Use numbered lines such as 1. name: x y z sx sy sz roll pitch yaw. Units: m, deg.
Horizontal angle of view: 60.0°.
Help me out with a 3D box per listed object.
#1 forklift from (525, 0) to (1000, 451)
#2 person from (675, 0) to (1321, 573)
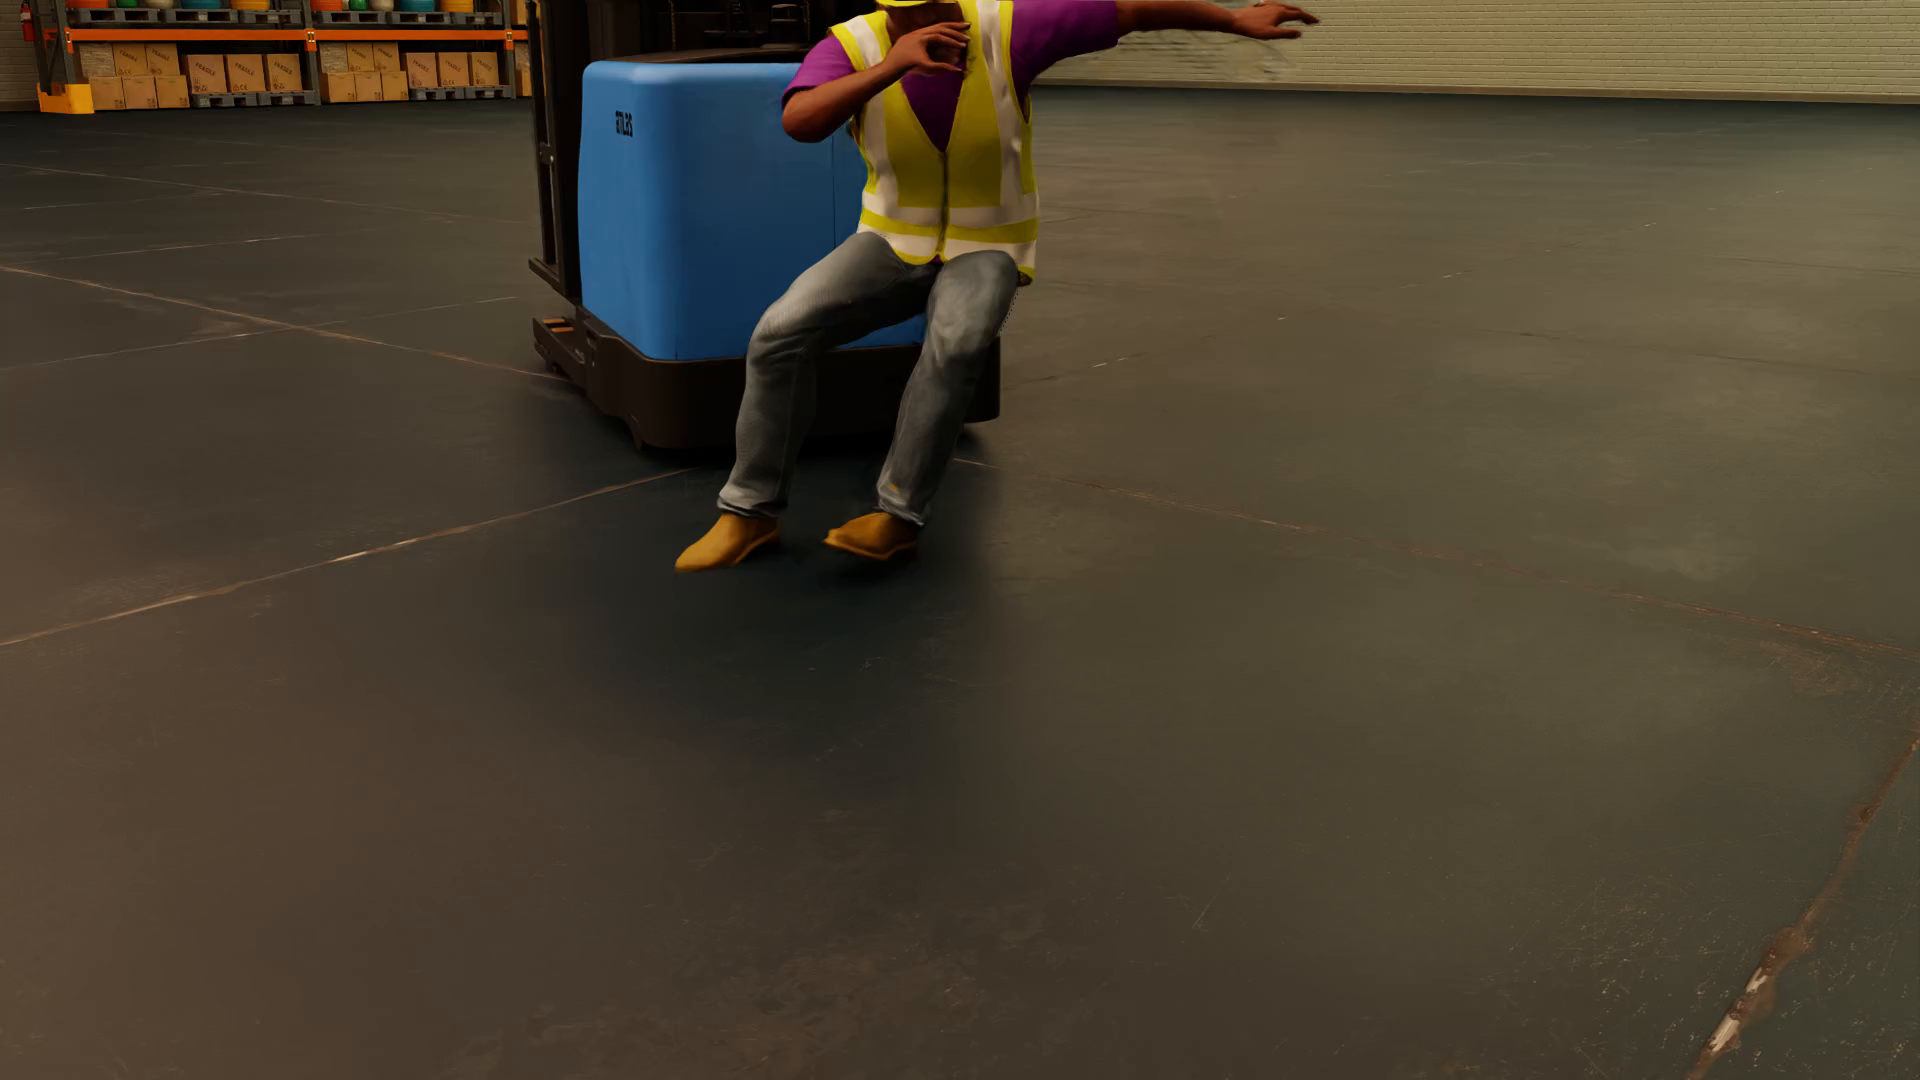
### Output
1. forklift: -0.913 -2.035 5.598 1.130 2.935 3.031 -7 18 -21
2. person: 0.087 -0.660 3.717 1.429 1.432 0.727 1 17 4
